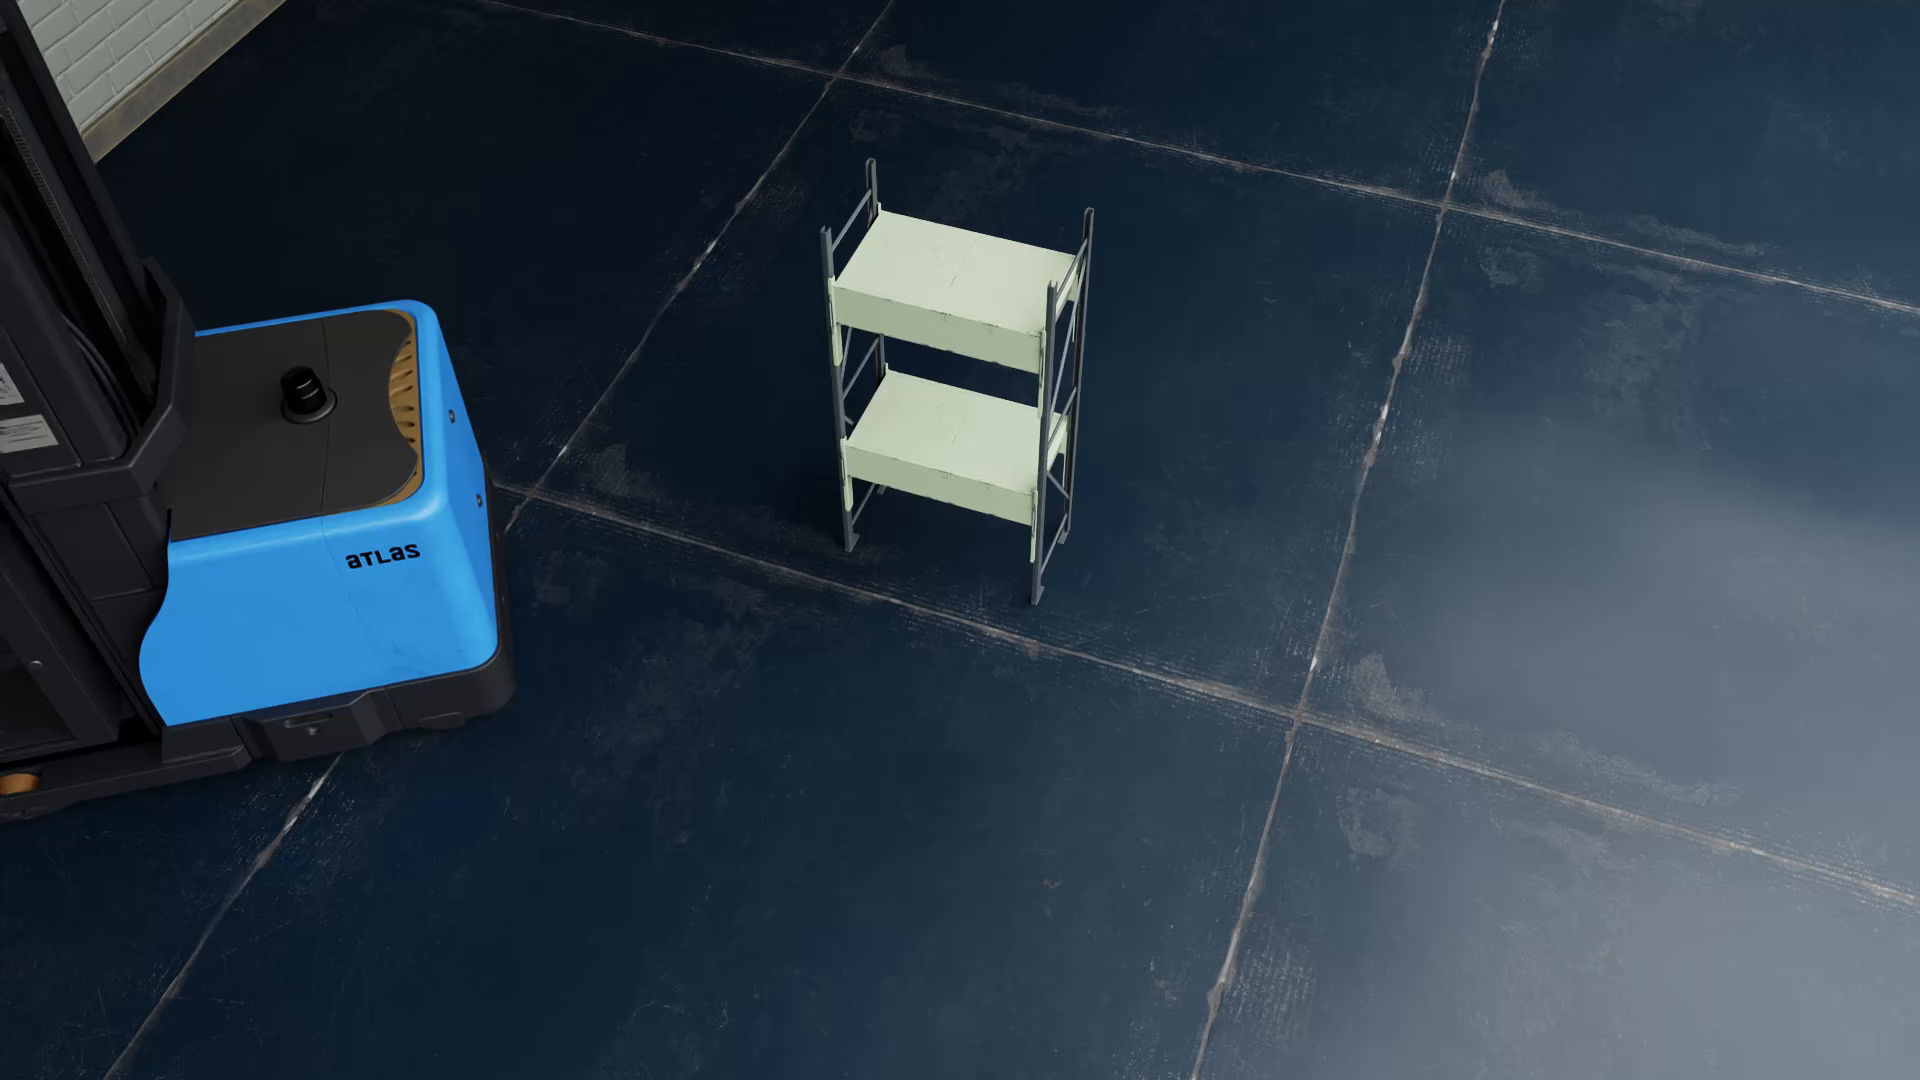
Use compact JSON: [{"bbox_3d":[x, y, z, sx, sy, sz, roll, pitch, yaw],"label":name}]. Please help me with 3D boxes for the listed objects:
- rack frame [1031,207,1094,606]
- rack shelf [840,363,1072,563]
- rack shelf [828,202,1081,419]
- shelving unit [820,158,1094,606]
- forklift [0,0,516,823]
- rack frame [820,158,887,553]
[{"bbox_3d":[0.337,-0.397,5.602,0.023,1.500,0.400,16,51,13],"label":"rack frame"},{"bbox_3d":[-0.006,-0.279,5.931,0.720,0.370,0.431,16,51,13],"label":"rack shelf"},{"bbox_3d":[-0.006,-0.749,5.390,0.720,0.370,0.431,16,51,13],"label":"rack shelf"},{"bbox_3d":[-0.006,-0.493,5.685,0.755,1.500,0.431,16,51,13],"label":"shelving unit"},{"bbox_3d":[-3.100,-0.452,4.702,3.031,2.935,1.130,-11,50,-9],"label":"forklift"},{"bbox_3d":[-0.350,-0.589,5.768,0.023,1.500,0.400,16,51,13],"label":"rack frame"}]
